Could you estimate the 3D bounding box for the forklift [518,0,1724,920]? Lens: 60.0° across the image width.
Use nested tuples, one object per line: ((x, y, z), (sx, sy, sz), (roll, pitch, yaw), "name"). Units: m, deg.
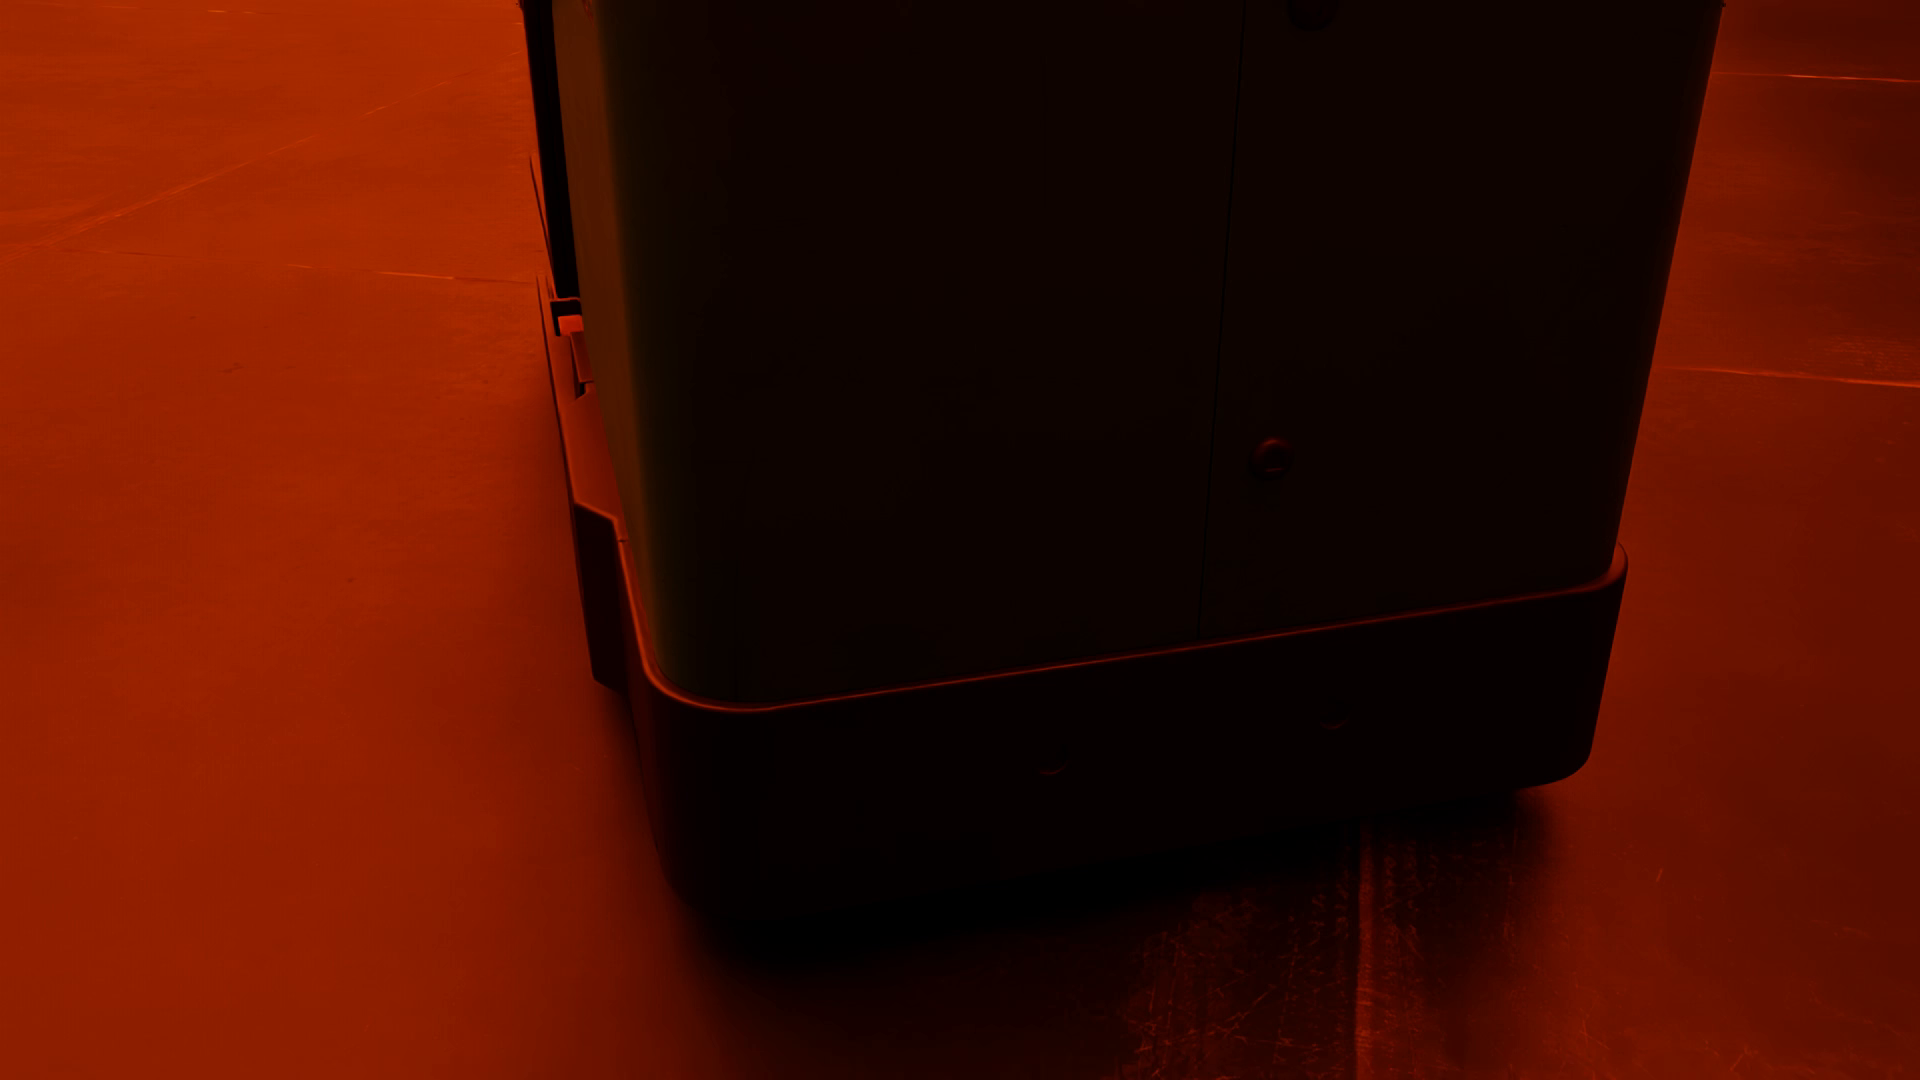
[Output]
((-0.170, -1.585, 2.387), (1.130, 2.935, 3.031), (-7, 28, -14), "forklift")
